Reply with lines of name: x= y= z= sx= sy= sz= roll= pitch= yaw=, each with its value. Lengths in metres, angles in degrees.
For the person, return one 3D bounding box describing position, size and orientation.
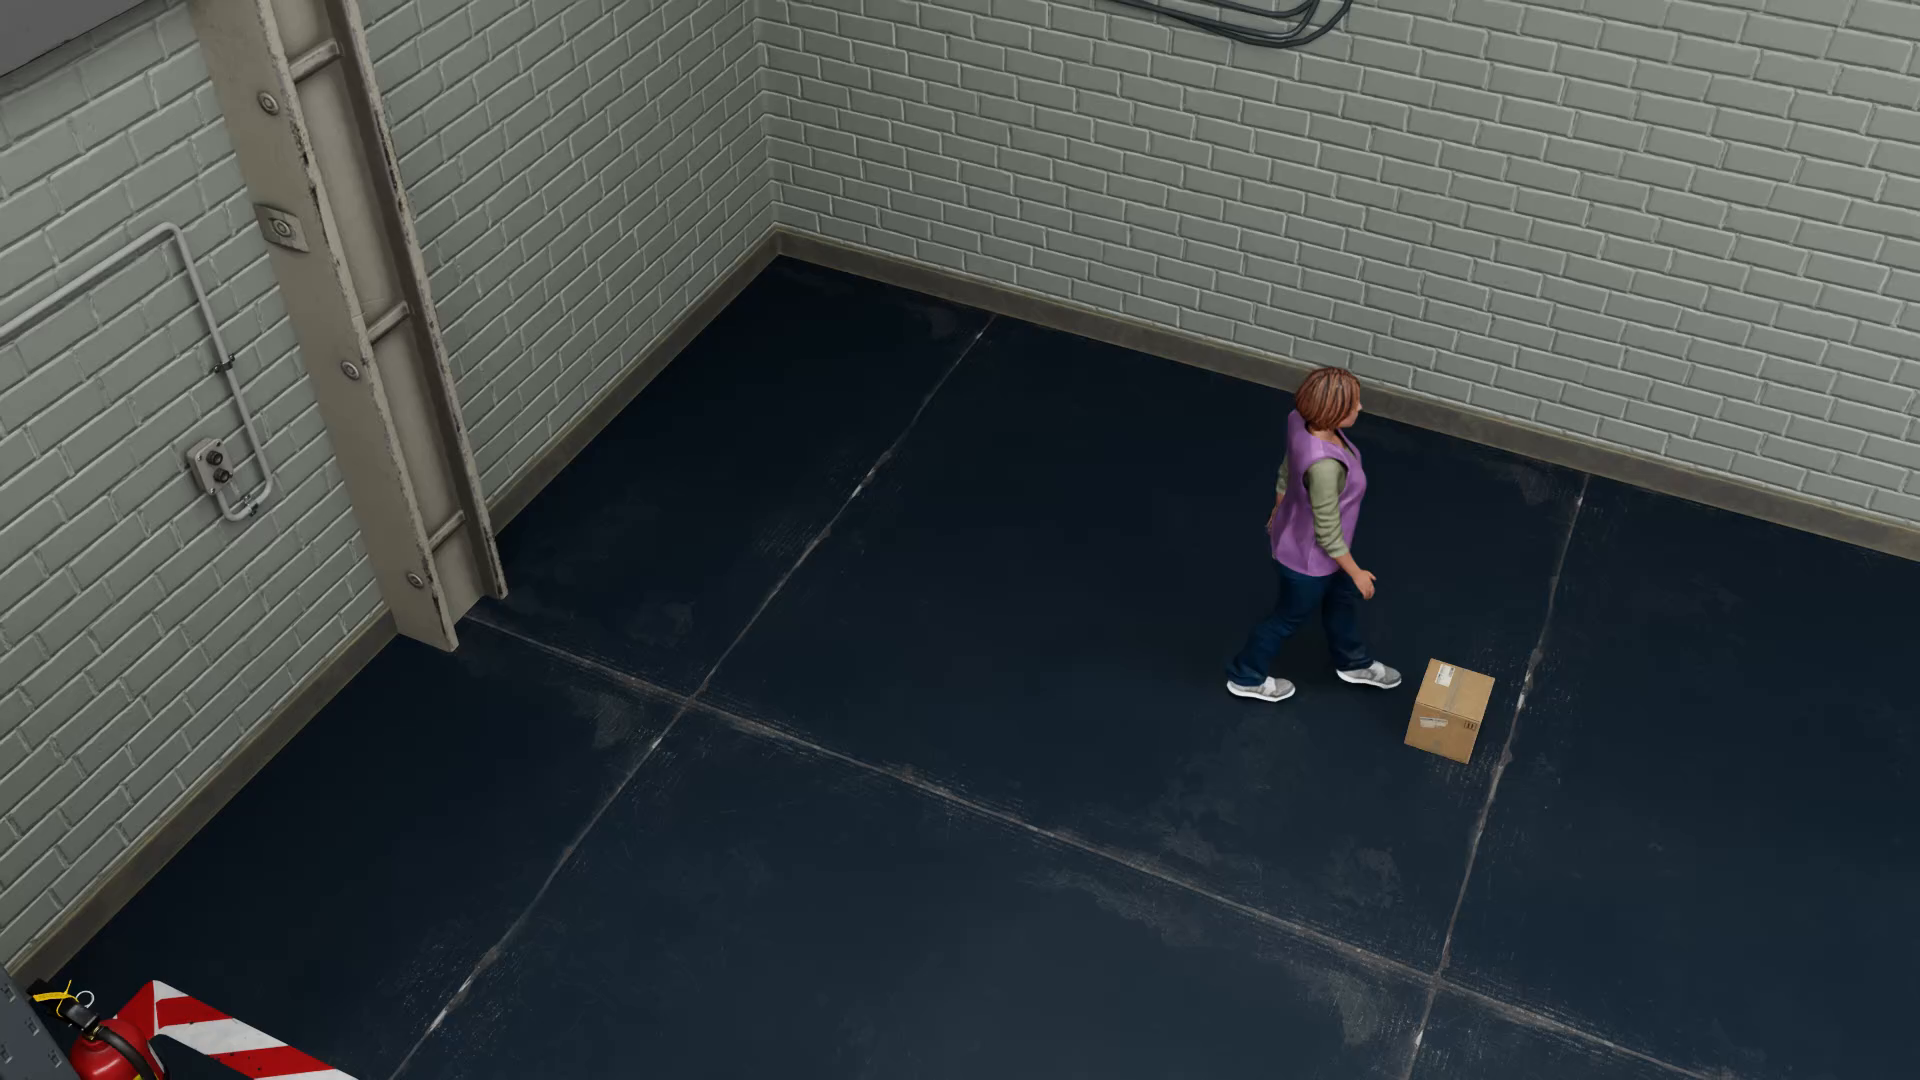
person: x=1.406 y=0.039 z=6.114 sx=0.718 sy=1.582 sz=0.470 roll=5 pitch=43 yaw=6
